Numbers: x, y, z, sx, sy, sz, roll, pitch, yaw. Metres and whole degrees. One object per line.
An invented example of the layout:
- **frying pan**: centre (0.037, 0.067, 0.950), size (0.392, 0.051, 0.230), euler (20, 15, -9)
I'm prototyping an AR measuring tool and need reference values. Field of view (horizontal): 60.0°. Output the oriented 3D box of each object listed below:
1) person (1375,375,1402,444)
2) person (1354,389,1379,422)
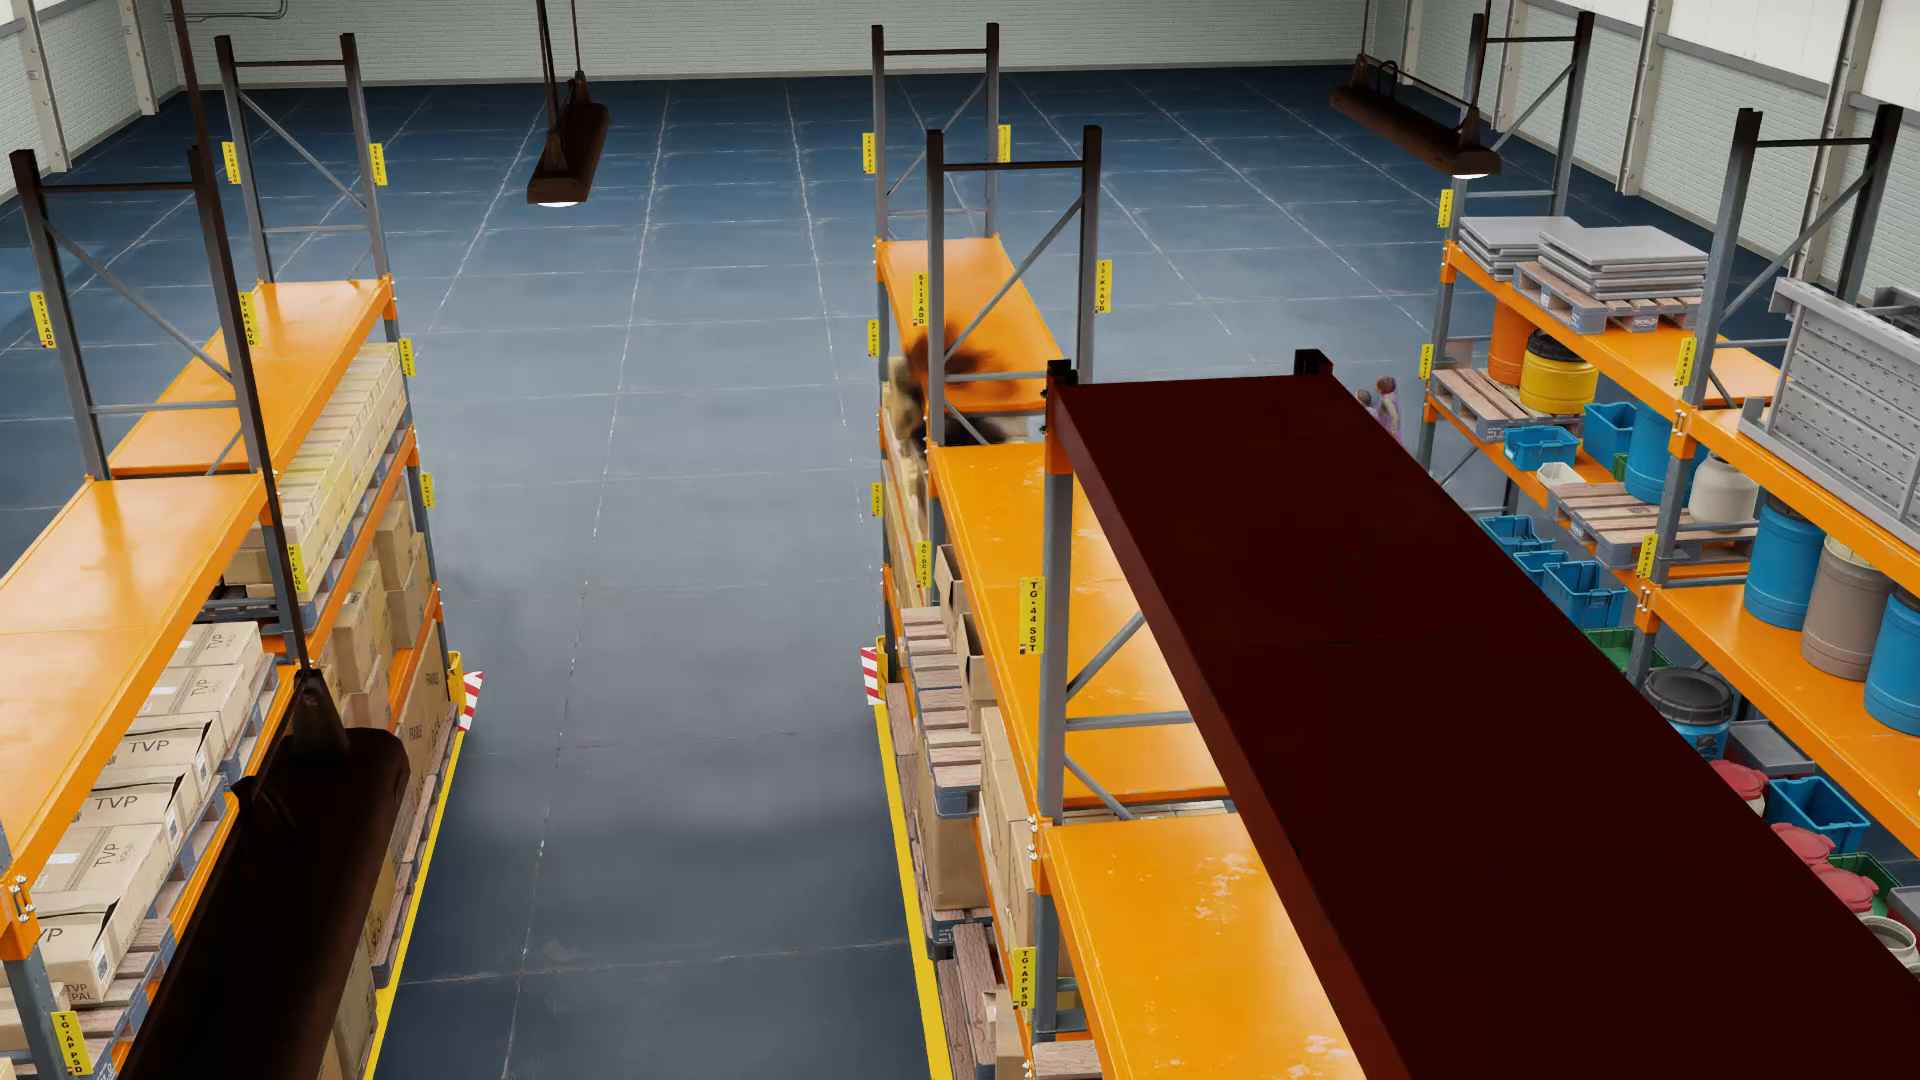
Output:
- **person**: centre (4.925, -1.134, 19.135), size (0.649, 1.555, 0.576), euler (8, 27, 16)
- **person**: centre (4.452, -0.910, 18.553), size (0.719, 1.630, 0.618), euler (11, 28, 22)
